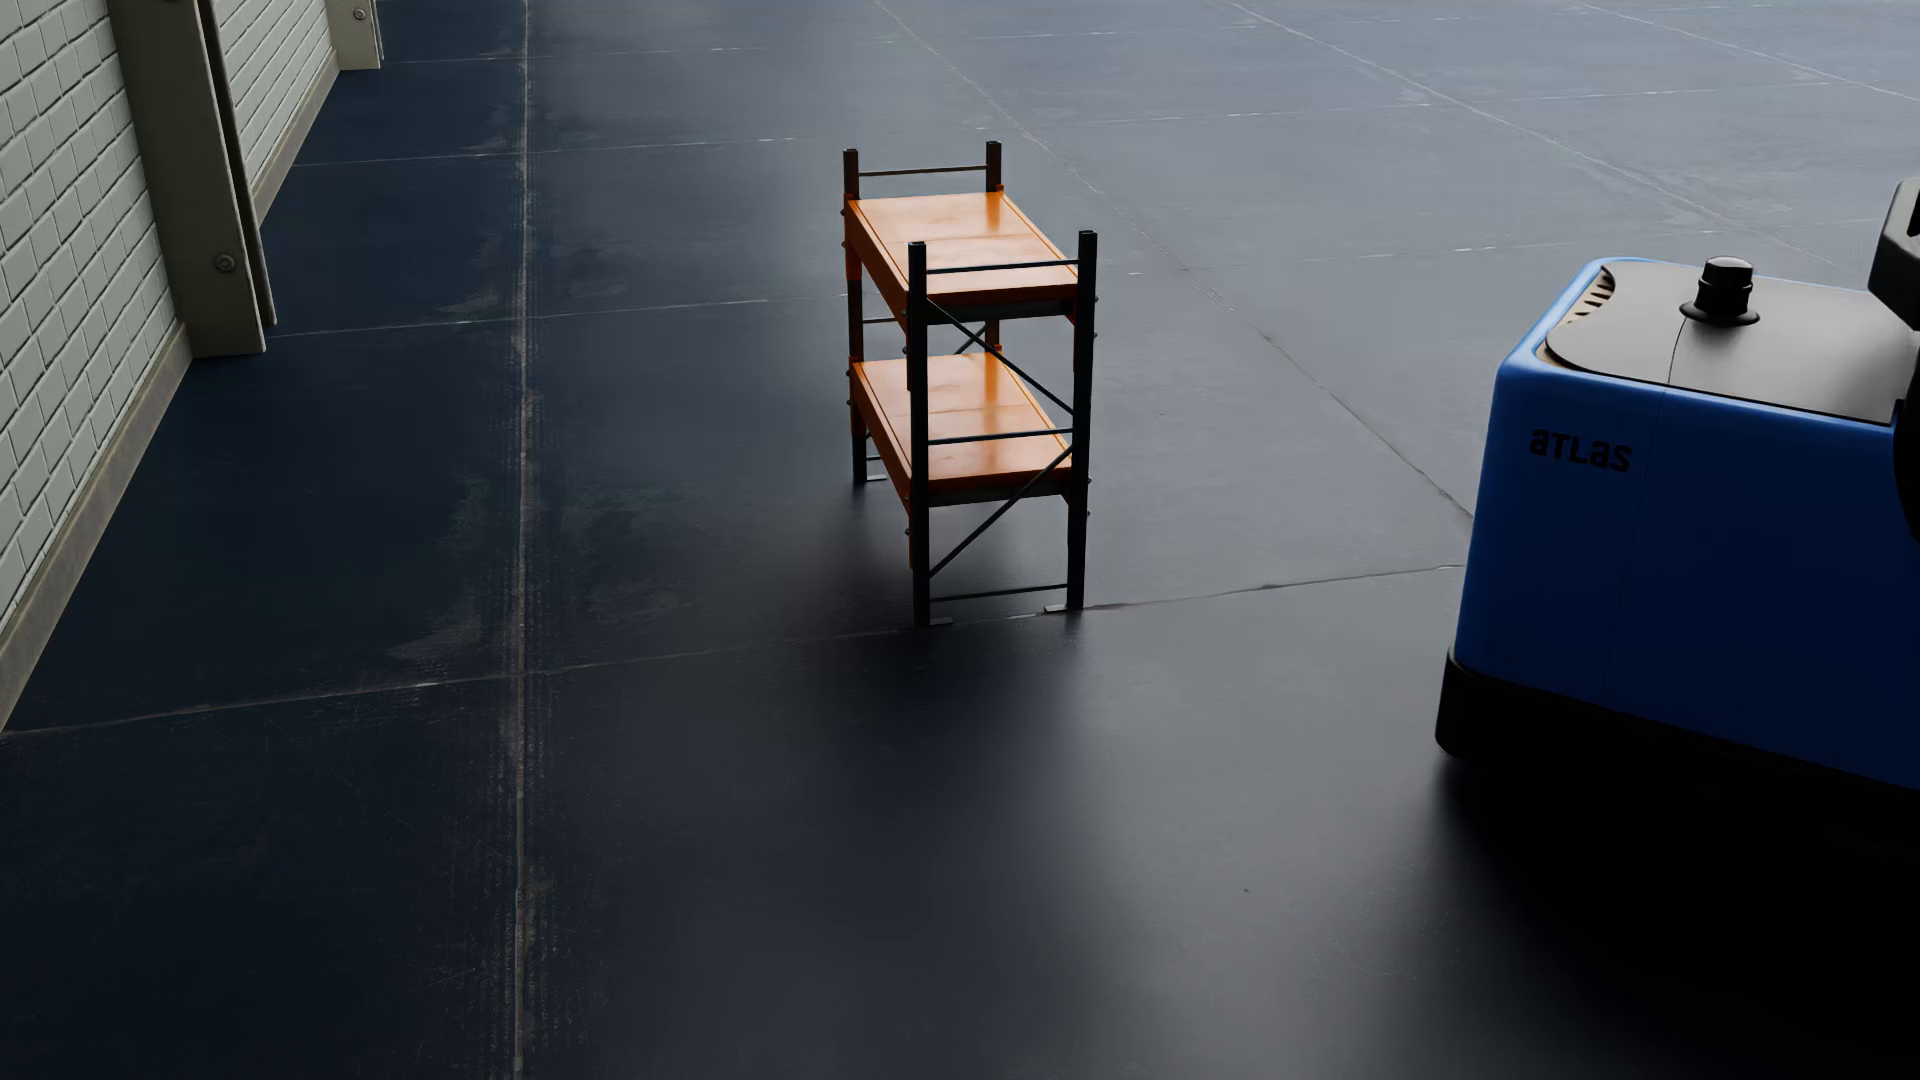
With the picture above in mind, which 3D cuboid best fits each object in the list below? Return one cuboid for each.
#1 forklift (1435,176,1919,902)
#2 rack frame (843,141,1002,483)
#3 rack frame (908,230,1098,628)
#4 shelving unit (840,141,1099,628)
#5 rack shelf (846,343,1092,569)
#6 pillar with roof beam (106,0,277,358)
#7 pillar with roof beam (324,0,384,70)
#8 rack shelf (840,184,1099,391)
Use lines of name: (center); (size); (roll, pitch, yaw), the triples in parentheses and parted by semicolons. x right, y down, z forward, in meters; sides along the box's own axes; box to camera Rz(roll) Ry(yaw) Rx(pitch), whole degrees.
forklift: (2.706, -0.585, 3.156); (3.031, 2.935, 1.130); (15, 30, 27)
rack frame: (-0.116, -0.728, 5.445); (0.500, 1.125, 0.032); (-6, 27, -12)
rack frame: (0.113, -0.282, 4.560); (0.500, 1.125, 0.032); (-6, 27, -12)
shelving unit: (-0.002, -0.505, 5.002); (0.538, 1.125, 1.048); (-6, 27, -12)
rack shelf: (-0.002, -0.287, 5.113); (0.538, 0.278, 1.000); (-6, 27, -12)
pillar with roof beam: (1.170, -5.288, 5.740); (9.100, 9.000, 0.400); (-6, 27, -12)
pillar with roof beam: (-0.182, -7.922, 10.958); (9.100, 9.000, 0.400); (-6, 27, -12)
rack shelf: (-0.002, -0.766, 4.871); (0.538, 0.278, 1.000); (-6, 27, -12)
